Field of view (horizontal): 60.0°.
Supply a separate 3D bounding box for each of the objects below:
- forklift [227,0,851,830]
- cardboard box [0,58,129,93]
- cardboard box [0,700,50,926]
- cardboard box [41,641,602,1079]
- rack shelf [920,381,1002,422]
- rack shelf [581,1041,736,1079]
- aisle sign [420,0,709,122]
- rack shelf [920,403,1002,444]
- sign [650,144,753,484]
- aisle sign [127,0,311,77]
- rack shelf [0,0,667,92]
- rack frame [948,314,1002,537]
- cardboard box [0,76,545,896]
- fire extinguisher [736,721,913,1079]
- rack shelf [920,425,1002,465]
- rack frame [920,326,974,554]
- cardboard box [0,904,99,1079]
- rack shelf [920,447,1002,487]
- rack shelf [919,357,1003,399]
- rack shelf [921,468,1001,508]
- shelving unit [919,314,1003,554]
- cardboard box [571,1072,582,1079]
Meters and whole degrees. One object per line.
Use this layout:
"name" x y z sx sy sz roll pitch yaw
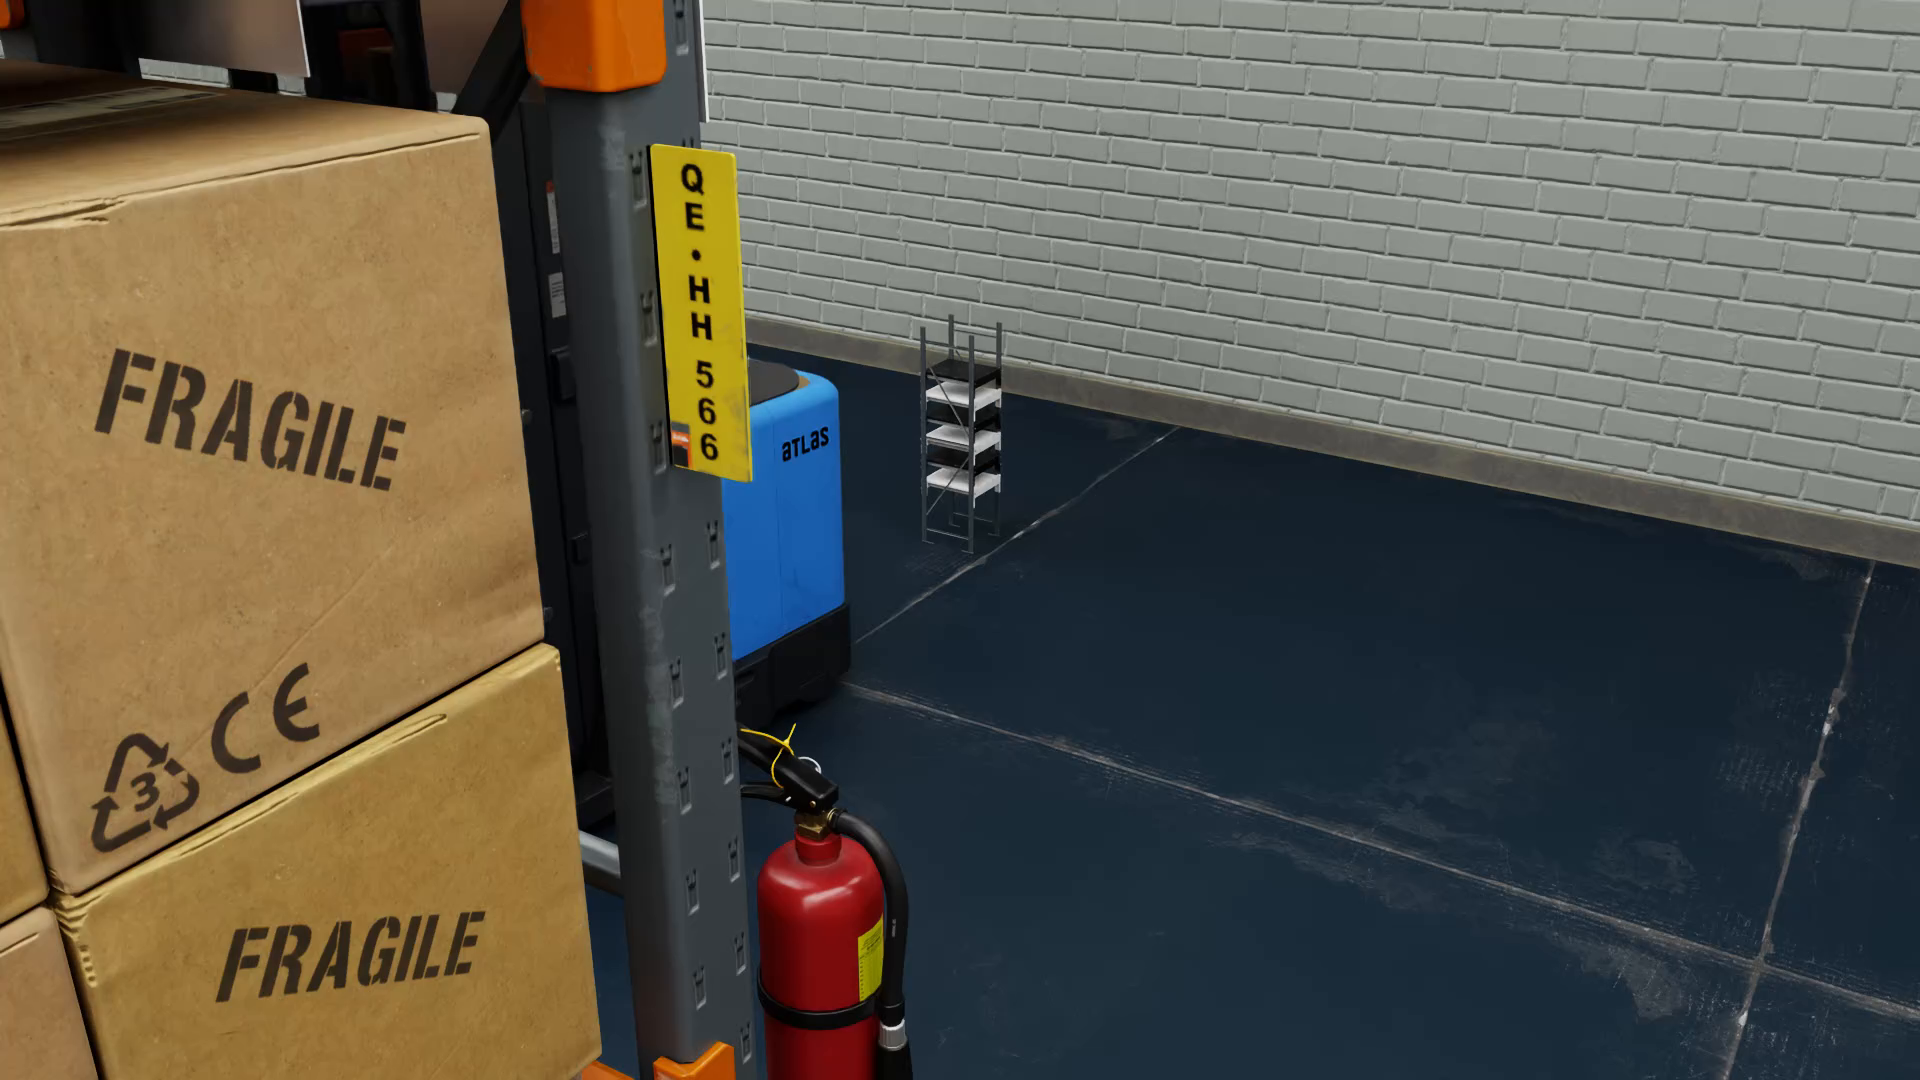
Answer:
"forklift" -1.664 -0.518 4.257 1.130 2.935 3.031 17 29 34
"cardboard box" -1.173 -0.208 1.696 0.500 0.500 0.500 14 27 29
"cardboard box" -1.008 0.074 1.046 0.500 0.500 0.500 13 27 27
"cardboard box" -0.729 0.360 1.641 0.500 0.500 0.500 14 27 30
"rack shelf" 0.004 -0.550 6.519 0.258 0.077 0.200 14 27 29
"rack shelf" -1.766 1.342 0.779 1.077 0.370 4.000 14 27 29
"aisle sign" -0.418 -0.818 1.591 0.394 0.787 0.004 14 27 29
"rack shelf" 0.004 -0.468 6.555 0.258 0.077 0.200 14 27 29
"sign" -0.250 -0.216 1.618 0.100 0.325 0.005 14 27 29
"aisle sign" -0.927 -0.943 1.881 0.394 0.787 0.004 14 27 29
"rack shelf" -1.766 -0.034 0.183 1.077 0.370 4.000 14 27 29
"rack frame" 0.058 -0.450 6.657 0.240 0.900 0.006 14 27 29
"cardboard box" -0.741 -0.097 1.441 0.500 0.500 0.500 13 27 28
"fire extinguisher" -0.186 0.556 2.258 0.296 0.674 0.183 14 27 29
"rack shelf" 0.004 -0.385 6.591 0.258 0.077 0.200 14 27 29
"rack frame" -0.049 -0.381 6.498 0.240 0.900 0.006 14 27 29
"cardboard box" -1.006 0.533 1.242 0.500 0.500 0.500 13 27 28
"rack shelf" 0.004 -0.303 6.627 0.258 0.077 0.200 14 27 29
"rack shelf" 0.004 -0.633 6.484 0.258 0.077 0.200 14 27 29
"rack shelf" 0.004 -0.220 6.662 0.258 0.077 0.200 14 27 29
"shelving unit" 0.004 -0.416 6.578 0.258 0.900 0.210 14 27 29
"cardboard box" -0.643 0.622 1.854 0.380 0.149 0.250 14 27 29
